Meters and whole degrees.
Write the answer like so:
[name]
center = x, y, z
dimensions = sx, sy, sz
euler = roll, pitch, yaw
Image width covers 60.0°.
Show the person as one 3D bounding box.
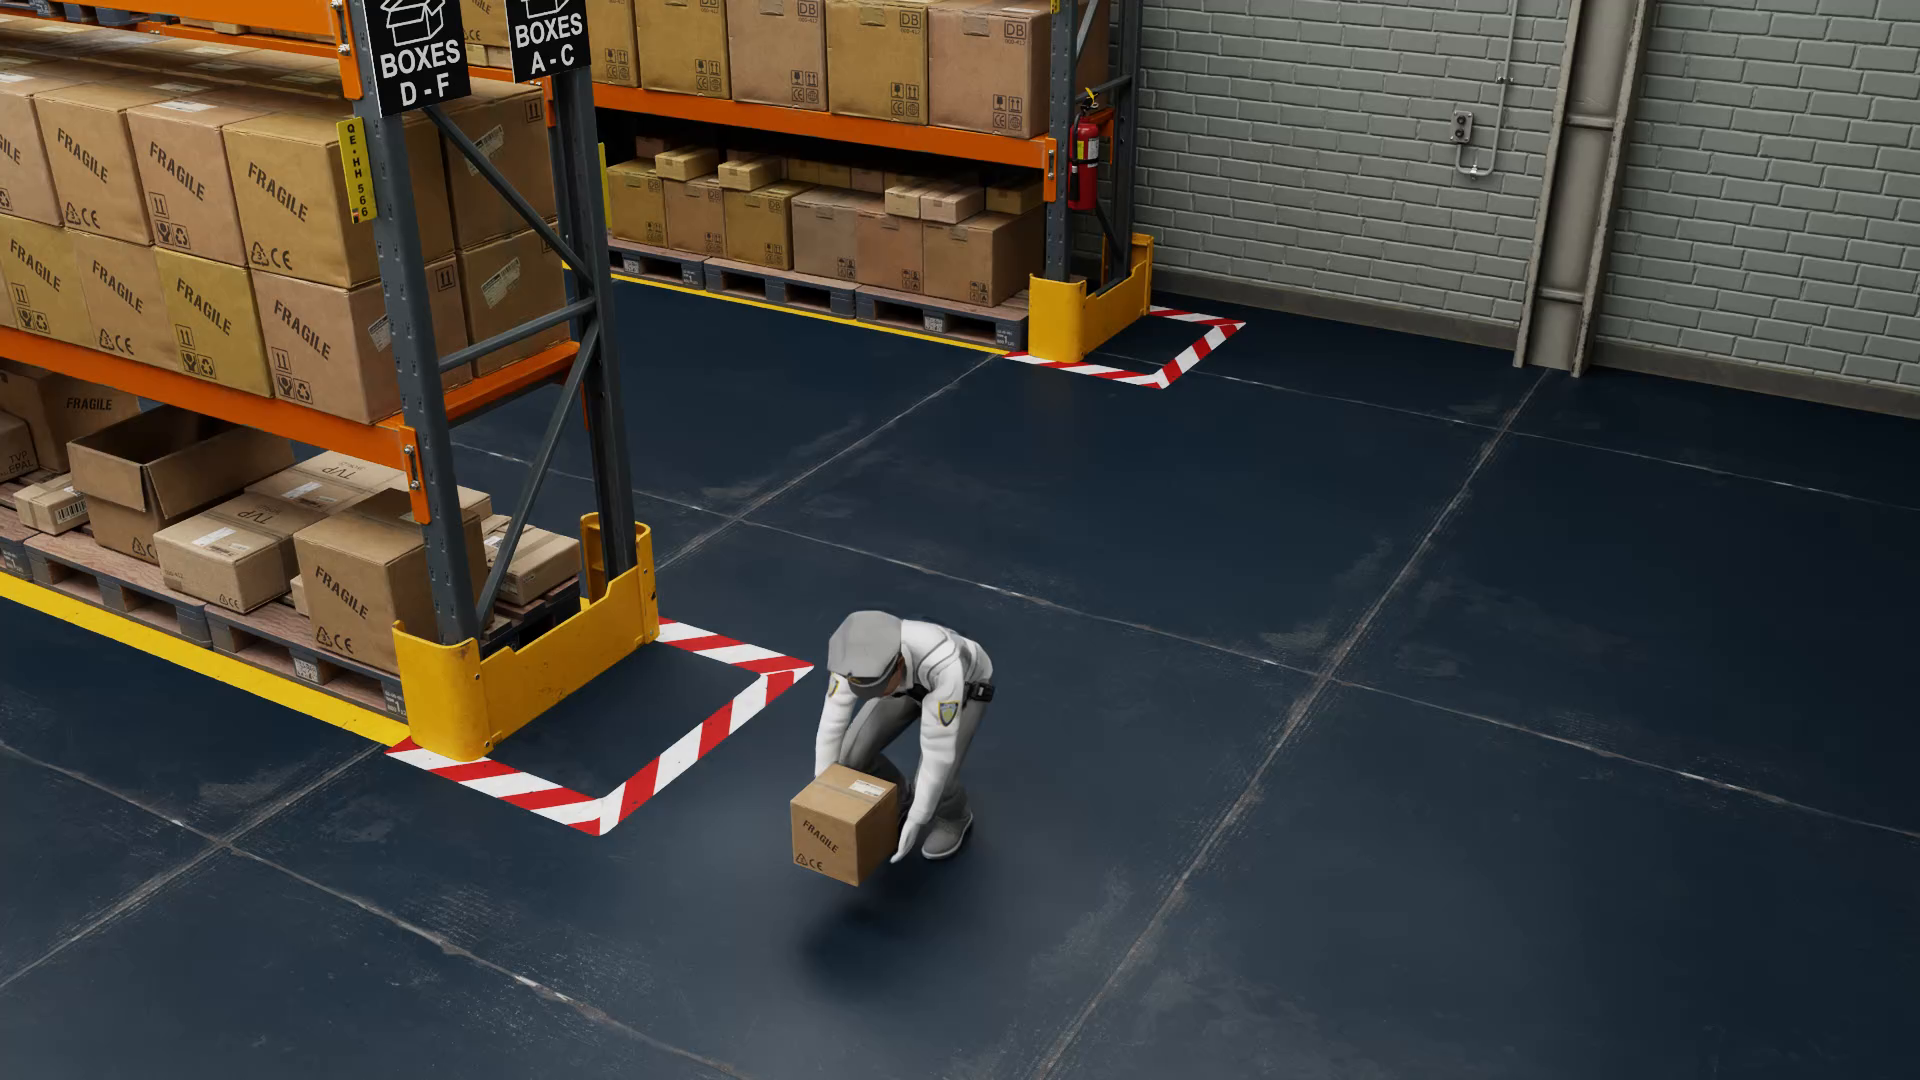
[person]
center = -0.166, 0.612, 5.585
dimensions = 0.501, 1.054, 0.818
euler = 14, 30, 26
